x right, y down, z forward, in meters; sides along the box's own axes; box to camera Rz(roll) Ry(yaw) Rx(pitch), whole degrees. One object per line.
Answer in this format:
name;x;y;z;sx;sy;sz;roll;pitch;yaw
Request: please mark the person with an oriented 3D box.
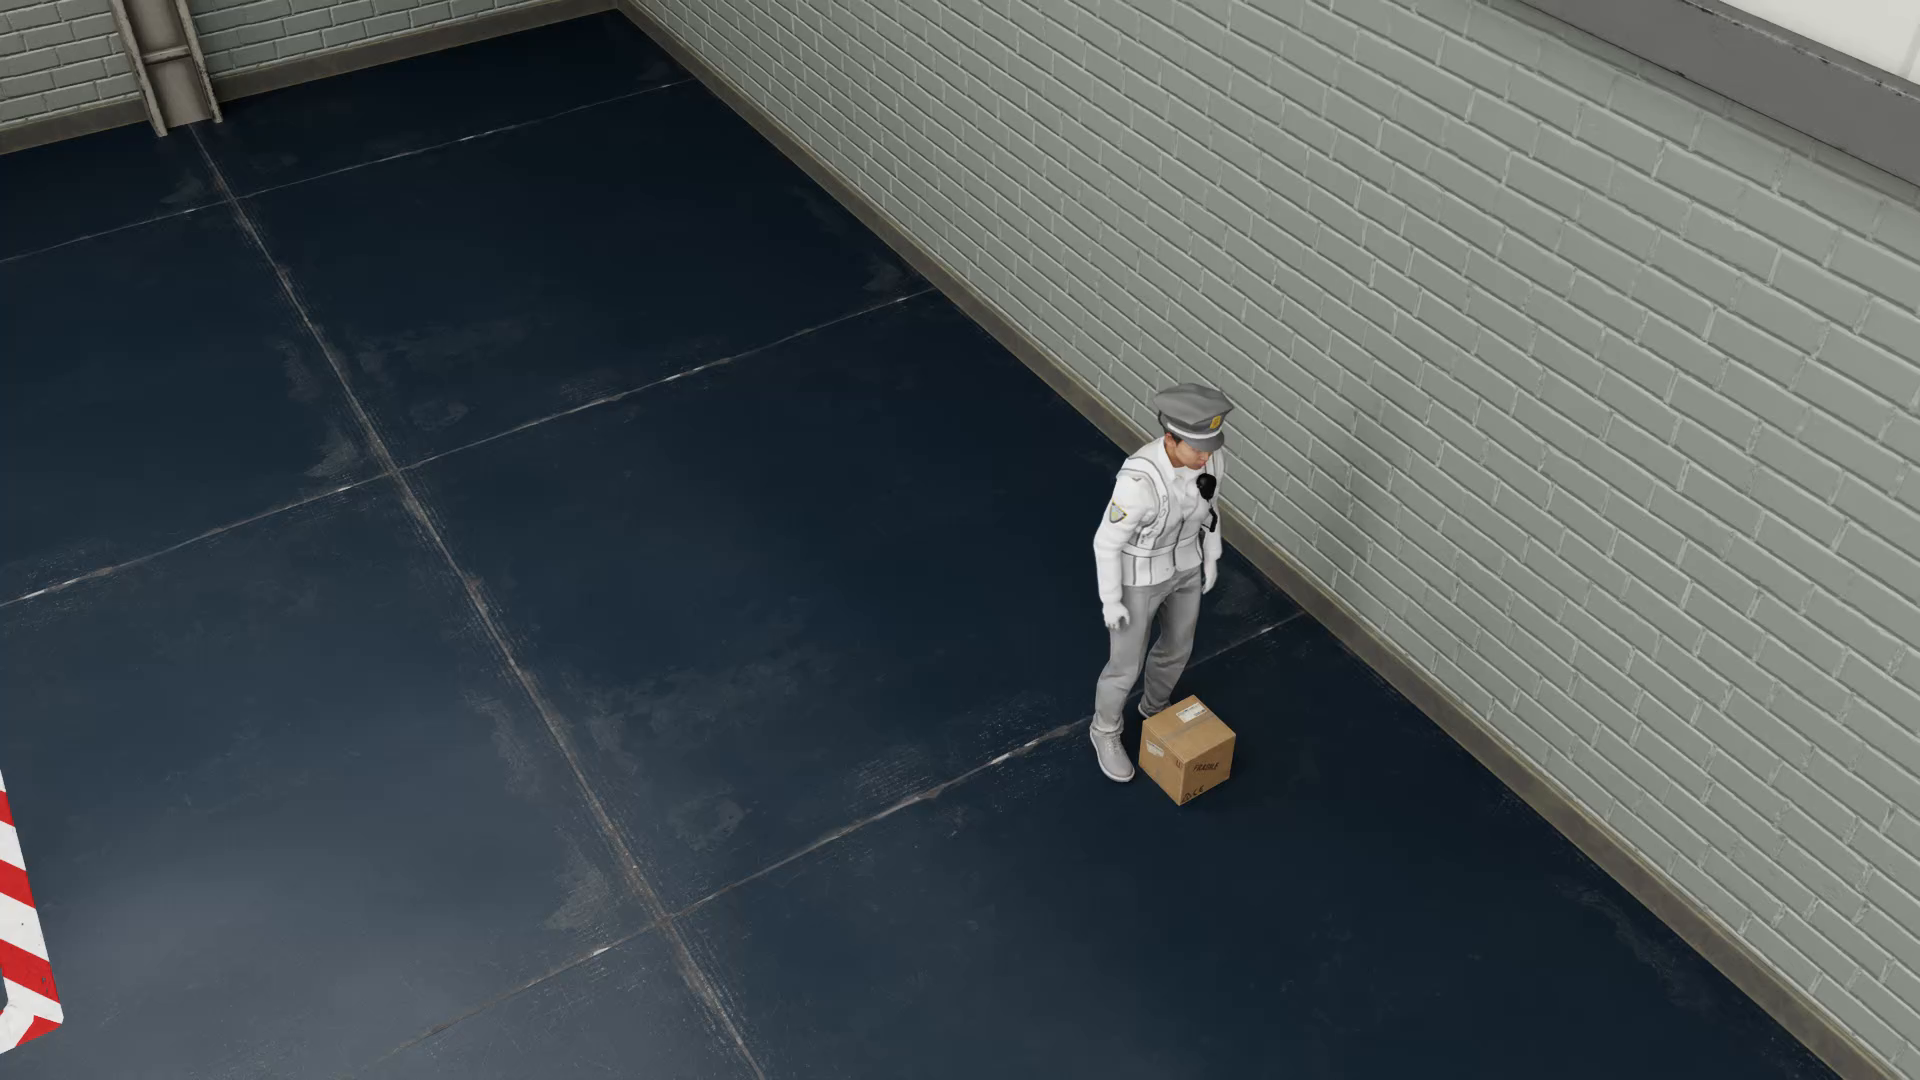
person;0.718;0.136;5.999;0.528;1.663;0.375;-22;46;-24
